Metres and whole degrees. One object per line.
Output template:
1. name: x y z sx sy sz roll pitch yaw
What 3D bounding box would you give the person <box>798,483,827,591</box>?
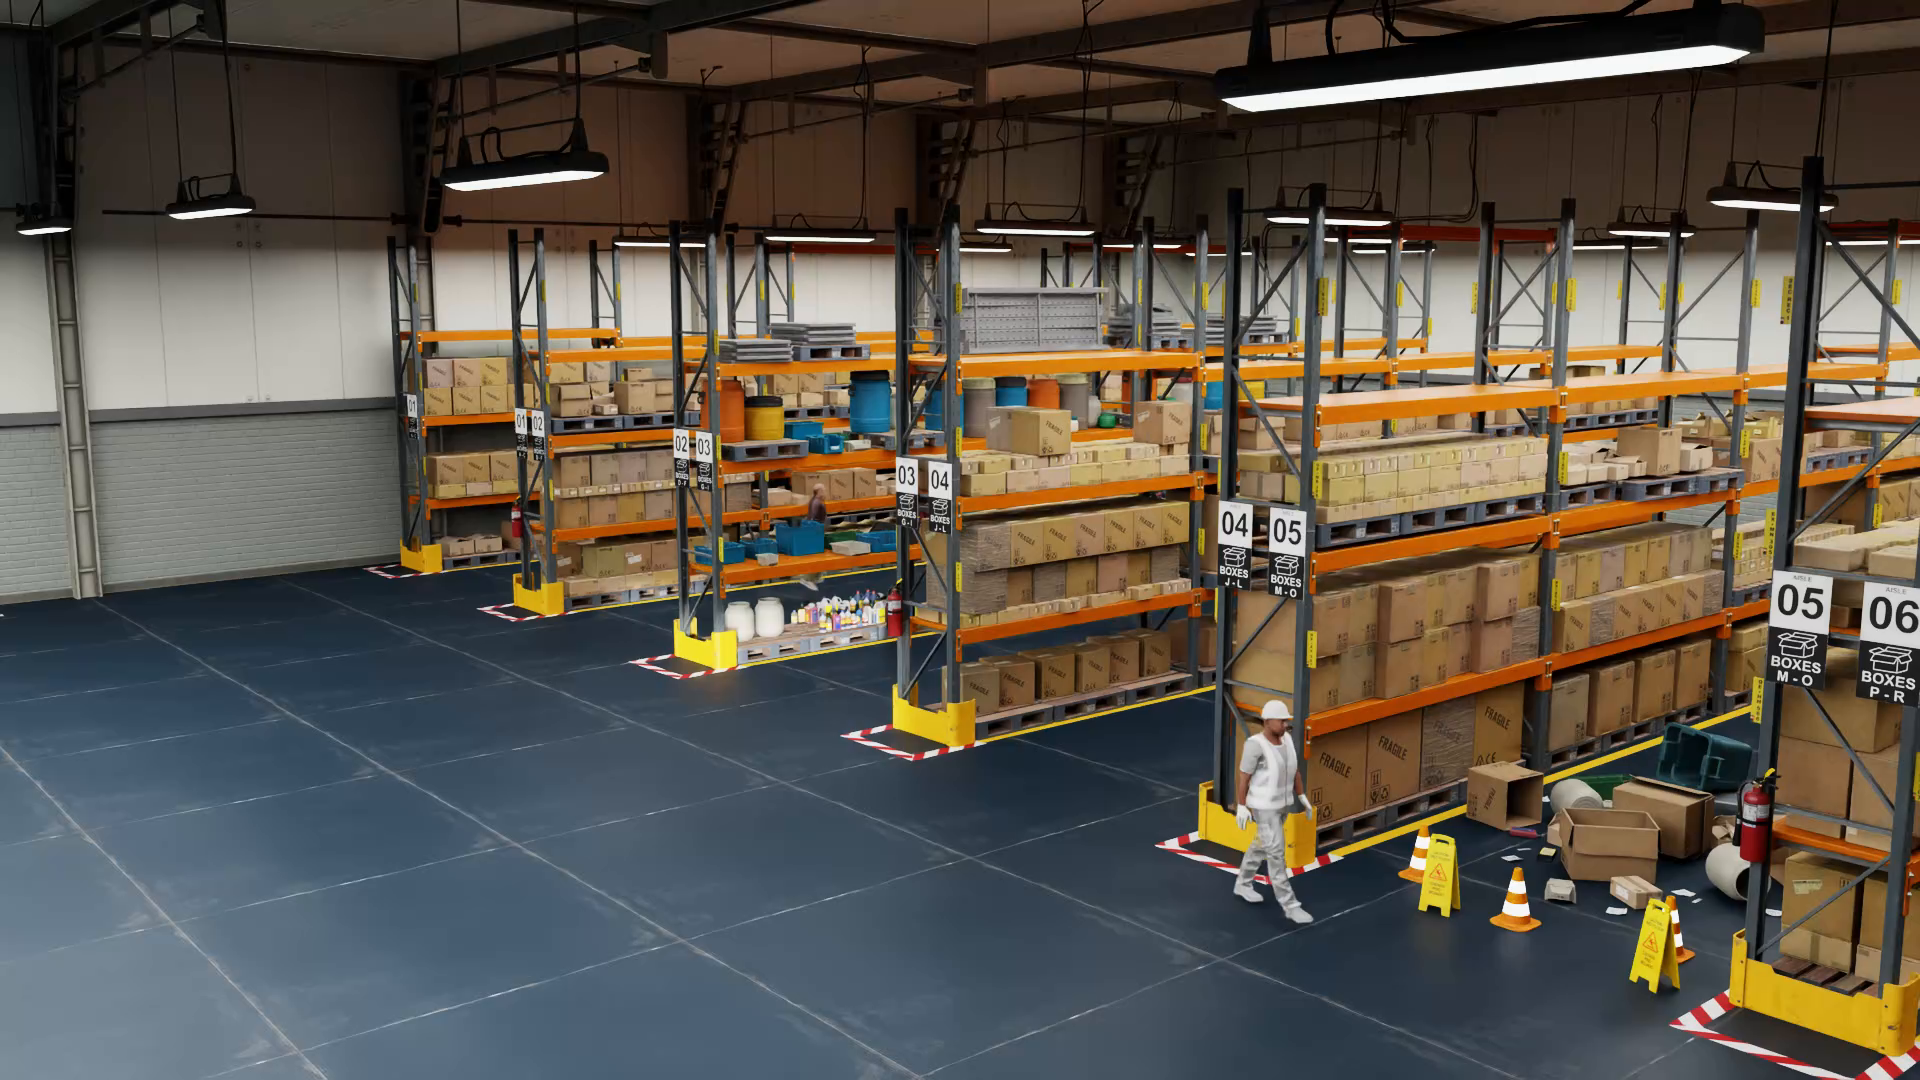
1. person: -2.401 -0.056 27.158 0.591 1.724 0.628 -4 10 -26

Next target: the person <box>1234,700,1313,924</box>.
1. person: 2.647 2.192 13.675 0.917 1.745 0.584 8 12 43
